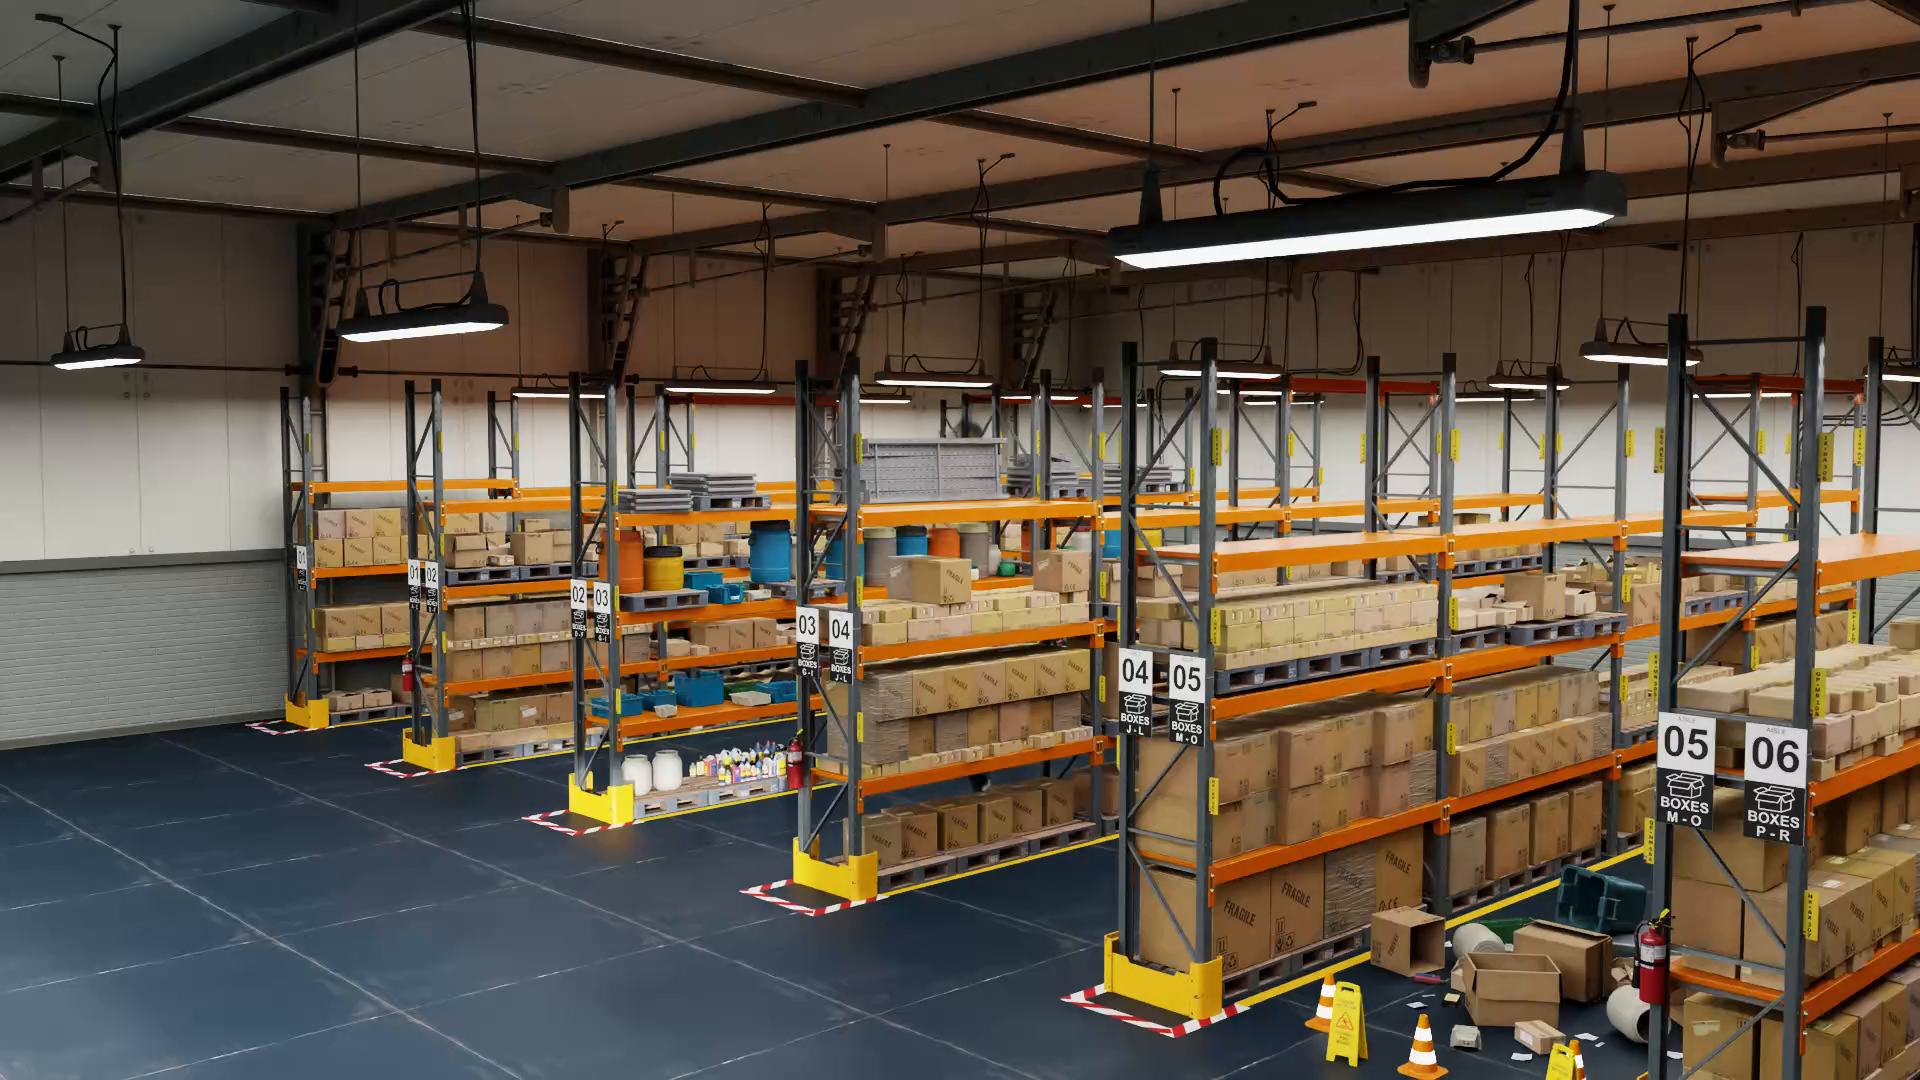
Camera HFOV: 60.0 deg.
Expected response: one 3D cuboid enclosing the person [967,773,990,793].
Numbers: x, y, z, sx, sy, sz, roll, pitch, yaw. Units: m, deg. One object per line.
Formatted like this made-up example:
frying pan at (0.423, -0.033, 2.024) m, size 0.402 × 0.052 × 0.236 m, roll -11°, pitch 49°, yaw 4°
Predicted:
person at (0.171, 2.905, 23.183) m, size 0.590 × 1.557 × 0.520 m, roll 3°, pitch 5°, yaw 37°
